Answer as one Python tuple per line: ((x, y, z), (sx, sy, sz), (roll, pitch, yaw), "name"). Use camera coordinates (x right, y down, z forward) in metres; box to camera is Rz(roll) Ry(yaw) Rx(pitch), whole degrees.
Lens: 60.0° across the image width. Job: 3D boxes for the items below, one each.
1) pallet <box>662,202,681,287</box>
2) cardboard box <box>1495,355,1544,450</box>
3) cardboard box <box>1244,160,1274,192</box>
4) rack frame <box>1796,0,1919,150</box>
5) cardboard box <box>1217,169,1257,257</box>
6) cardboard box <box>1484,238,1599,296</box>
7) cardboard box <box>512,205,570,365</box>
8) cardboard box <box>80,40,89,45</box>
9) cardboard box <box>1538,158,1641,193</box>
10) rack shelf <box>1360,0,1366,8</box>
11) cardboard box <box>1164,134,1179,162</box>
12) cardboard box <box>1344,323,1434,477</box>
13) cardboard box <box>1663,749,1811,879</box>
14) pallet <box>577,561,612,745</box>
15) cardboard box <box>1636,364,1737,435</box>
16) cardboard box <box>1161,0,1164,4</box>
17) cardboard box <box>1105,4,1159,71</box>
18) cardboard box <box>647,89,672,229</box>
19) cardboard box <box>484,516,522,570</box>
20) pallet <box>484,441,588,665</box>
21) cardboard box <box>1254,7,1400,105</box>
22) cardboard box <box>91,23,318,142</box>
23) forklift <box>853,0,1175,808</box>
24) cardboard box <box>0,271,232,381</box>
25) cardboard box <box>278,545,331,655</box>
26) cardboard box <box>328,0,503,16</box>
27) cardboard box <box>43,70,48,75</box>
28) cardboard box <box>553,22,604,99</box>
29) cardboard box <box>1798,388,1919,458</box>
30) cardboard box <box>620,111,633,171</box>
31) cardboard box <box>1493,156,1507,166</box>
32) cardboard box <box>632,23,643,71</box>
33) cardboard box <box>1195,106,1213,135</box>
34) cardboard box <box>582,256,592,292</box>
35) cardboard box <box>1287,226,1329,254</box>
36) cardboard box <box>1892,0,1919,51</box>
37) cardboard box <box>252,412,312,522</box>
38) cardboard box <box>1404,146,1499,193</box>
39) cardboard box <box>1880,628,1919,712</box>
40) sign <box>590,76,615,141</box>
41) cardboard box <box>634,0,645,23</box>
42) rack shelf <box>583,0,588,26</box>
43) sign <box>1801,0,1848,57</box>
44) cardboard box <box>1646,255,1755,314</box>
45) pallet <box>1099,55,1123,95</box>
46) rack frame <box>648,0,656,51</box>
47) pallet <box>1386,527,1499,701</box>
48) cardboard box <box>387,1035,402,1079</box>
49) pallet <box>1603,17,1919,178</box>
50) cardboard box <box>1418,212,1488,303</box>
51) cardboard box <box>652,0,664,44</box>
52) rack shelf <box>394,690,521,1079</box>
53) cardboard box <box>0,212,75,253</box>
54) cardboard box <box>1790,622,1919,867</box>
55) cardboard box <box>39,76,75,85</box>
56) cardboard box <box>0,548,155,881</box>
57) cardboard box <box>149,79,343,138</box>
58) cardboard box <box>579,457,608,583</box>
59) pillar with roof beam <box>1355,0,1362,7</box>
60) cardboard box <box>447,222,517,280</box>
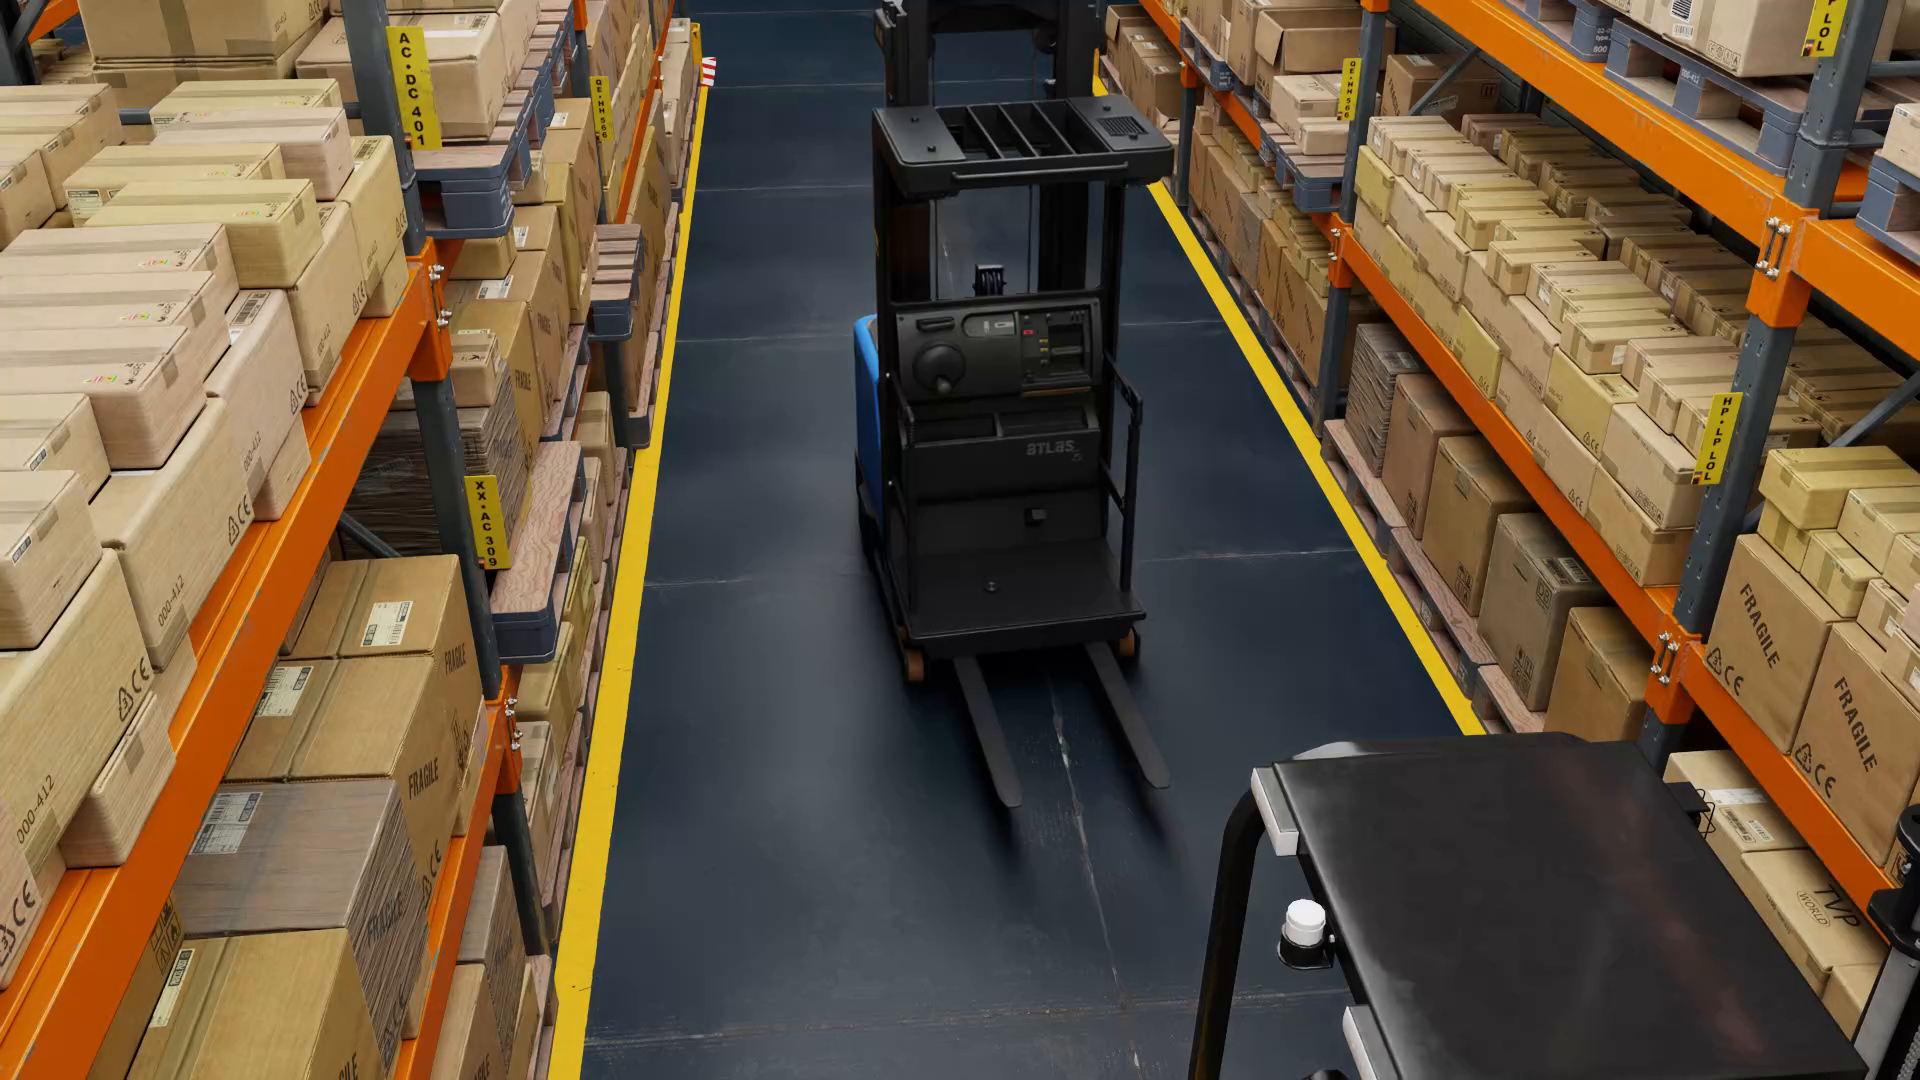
((-2.582, -2.147, 12.138), (1.003, 0.211, 1.213), (-3, 31, -5), "pallet")
((2.584, -0.581, 6.944), (0.500, 0.250, 0.500), (-3, 31, -4), "cardboard box")
((2.165, -2.500, 11.406), (0.380, 0.149, 0.250), (-2, 31, -3), "cardboard box")
((2.960, -2.465, 4.101), (1.000, 3.000, 0.127), (-3, 31, -5), "rack frame")
((2.135, -2.297, 11.698), (0.500, 0.500, 0.500), (-4, 31, -6), "cardboard box")
((2.456, -1.157, 7.032), (0.380, 0.149, 0.250), (-4, 31, -6), "cardboard box")
((-1.879, -1.024, 6.743), (0.500, 0.500, 0.500), (-4, 31, -7), "cardboard box")
((-7.720, -4.441, 15.051), (0.380, 0.149, 0.250), (-2, 31, -4), "cardboard box")
((3.009, -1.711, 7.960), (0.380, 0.149, 0.250), (-3, 31, -6), "cardboard box")
((2.399, -3.932, 10.184), (1.077, 0.370, 4.000), (-3, 31, -5), "rack shelf")
((1.868, -3.201, 13.554), (0.380, 0.149, 0.250), (-4, 31, -6), "cardboard box")
((2.630, -0.773, 9.026), (0.875, 0.625, 0.625), (-2, 31, -3), "cardboard box")
((2.692, 0.943, 5.542), (0.500, 0.250, 0.500), (-3, 31, -5), "cardboard box")
((-2.173, 0.526, 7.664), (1.003, 0.211, 1.213), (-3, 31, -5), "pallet")
((2.664, -0.506, 5.941), (0.380, 0.149, 0.250), (-3, 31, -5), "cardboard box")
((1.839, -4.415, 13.462), (0.380, 0.149, 0.250), (-2, 31, -3), "cardboard box")
((1.801, -4.808, 15.899), (0.797, 0.503, 0.637), (-4, 31, -7), "cardboard box")
((-2.592, -2.690, 11.990), (0.875, 0.875, 0.875), (-2, 31, -3), "cardboard box")
((-1.719, -0.019, 5.693), (0.380, 0.149, 0.250), (-2, 31, -4), "cardboard box")
((-1.909, 0.035, 5.953), (1.003, 0.211, 1.213), (-3, 31, -5), "pallet")
((2.249, -2.981, 10.305), (0.797, 0.503, 0.637), (-3, 31, -6), "cardboard box")
((-2.181, -1.345, 4.888), (0.500, 0.250, 0.500), (-3, 31, -6), "cardboard box")
((0.222, -0.808, 7.244), (1.130, 2.935, 3.031), (-6, 31, -10), "forklift")
((-1.547, -0.361, 2.972), (0.380, 0.149, 0.250), (-2, 31, -4), "cardboard box")
((-2.157, -0.015, 4.487), (0.700, 0.500, 0.500), (-3, 31, -5), "cardboard box")
((-1.694, -1.840, 5.229), (0.500, 0.250, 0.500), (-3, 31, -6), "cardboard box")
((-8.148, -4.029, 14.650), (0.380, 0.149, 0.250), (-2, 31, -4), "cardboard box")
((-2.158, -2.428, 8.817), (0.500, 0.500, 0.500), (-4, 31, -6), "cardboard box")
((3.140, -0.401, 5.765), (0.380, 0.149, 0.250), (-3, 31, -6), "cardboard box")
((-2.260, -2.419, 10.021), (0.500, 0.250, 0.500), (-2, 31, -3), "cardboard box")
((2.904, -1.866, 8.607), (0.500, 0.250, 0.500), (-2, 31, -3), "cardboard box")
((-2.338, -3.152, 10.760), (0.500, 0.250, 0.500), (-2, 31, -3), "cardboard box")
((1.981, -3.164, 12.517), (0.380, 0.149, 0.250), (-1, 31, -2), "cardboard box")
((-1.910, -1.219, 7.702), (0.380, 0.149, 0.250), (-4, 31, -7), "cardboard box")
((2.250, -1.832, 10.287), (0.380, 0.149, 0.250), (-4, 31, -6), "cardboard box")
((3.076, -1.735, 5.543), (0.380, 0.149, 0.250), (-3, 31, -5), "cardboard box")
((-1.567, -0.157, 3.408), (0.380, 0.149, 0.250), (-2, 31, -3), "cardboard box")
((2.398, -1.810, 8.125), (0.380, 0.149, 0.250), (-2, 31, -3), "cardboard box")
((2.754, 0.358, 4.496), (0.380, 0.149, 0.250), (-2, 31, -3), "cardboard box")
((-1.816, -2.186, 8.432), (0.100, 0.325, 0.005), (-3, 31, -5), "sign")
((-2.382, -3.726, 10.991), (0.500, 0.500, 0.500), (-2, 31, -4), "cardboard box")
((-2.543, -3.692, 9.782), (1.077, 0.370, 4.000), (-3, 31, -5), "rack shelf")
((2.420, -1.503, 4.605), (0.100, 0.325, 0.005), (-3, 31, -5), "sign")
((3.074, -1.054, 6.859), (0.380, 0.149, 0.250), (-3, 31, -5), "cardboard box")
((1.921, -4.373, 15.866), (1.003, 0.211, 1.213), (-3, 31, -5), "pallet")
((-2.730, -3.734, 12.076), (1.000, 3.000, 0.127), (-3, 31, -5), "rack frame")
((2.735, 0.309, 8.027), (1.003, 0.211, 1.213), (-3, 31, -5), "pallet")
((-1.556, 1.258, 3.963), (0.380, 0.149, 0.250), (-3, 31, -5), "cardboard box")
((2.864, -1.545, 5.673), (0.805, 0.209, 1.217), (-4, 31, -7), "pallet")
((2.461, -1.320, 7.693), (0.500, 0.250, 0.500), (-4, 31, -6), "cardboard box")
((-2.513, -4.029, 12.473), (0.500, 0.500, 0.500), (-2, 31, -3), "cardboard box")
((-1.795, 1.680, 3.713), (1.077, 0.370, 4.000), (-3, 31, -5), "rack shelf")
((-2.156, -0.500, 3.593), (0.500, 0.250, 0.500), (-3, 31, -5), "cardboard box")
((2.806, 0.572, 4.770), (0.500, 0.500, 0.500), (-2, 31, -4), "cardboard box")
((-7.648, -3.774, 13.934), (0.380, 0.149, 0.250), (-4, 31, -6), "cardboard box")
((-1.500, 0.252, 2.335), (0.500, 0.250, 0.500), (-2, 31, -3), "cardboard box")
((-1.735, -1.021, 4.076), (0.380, 0.149, 0.250), (-2, 31, -4), "cardboard box")
((-2.236, -0.079, 8.110), (0.950, 0.372, 0.625), (-3, 31, -6), "cardboard box")
((-1.242, -6.742, 11.262), (9.100, 9.000, 0.400), (-3, 31, -5), "pillar with roof beam")
((-1.878, -1.086, 6.213), (0.380, 0.149, 0.250), (-1, 31, -2), "cardboard box")
